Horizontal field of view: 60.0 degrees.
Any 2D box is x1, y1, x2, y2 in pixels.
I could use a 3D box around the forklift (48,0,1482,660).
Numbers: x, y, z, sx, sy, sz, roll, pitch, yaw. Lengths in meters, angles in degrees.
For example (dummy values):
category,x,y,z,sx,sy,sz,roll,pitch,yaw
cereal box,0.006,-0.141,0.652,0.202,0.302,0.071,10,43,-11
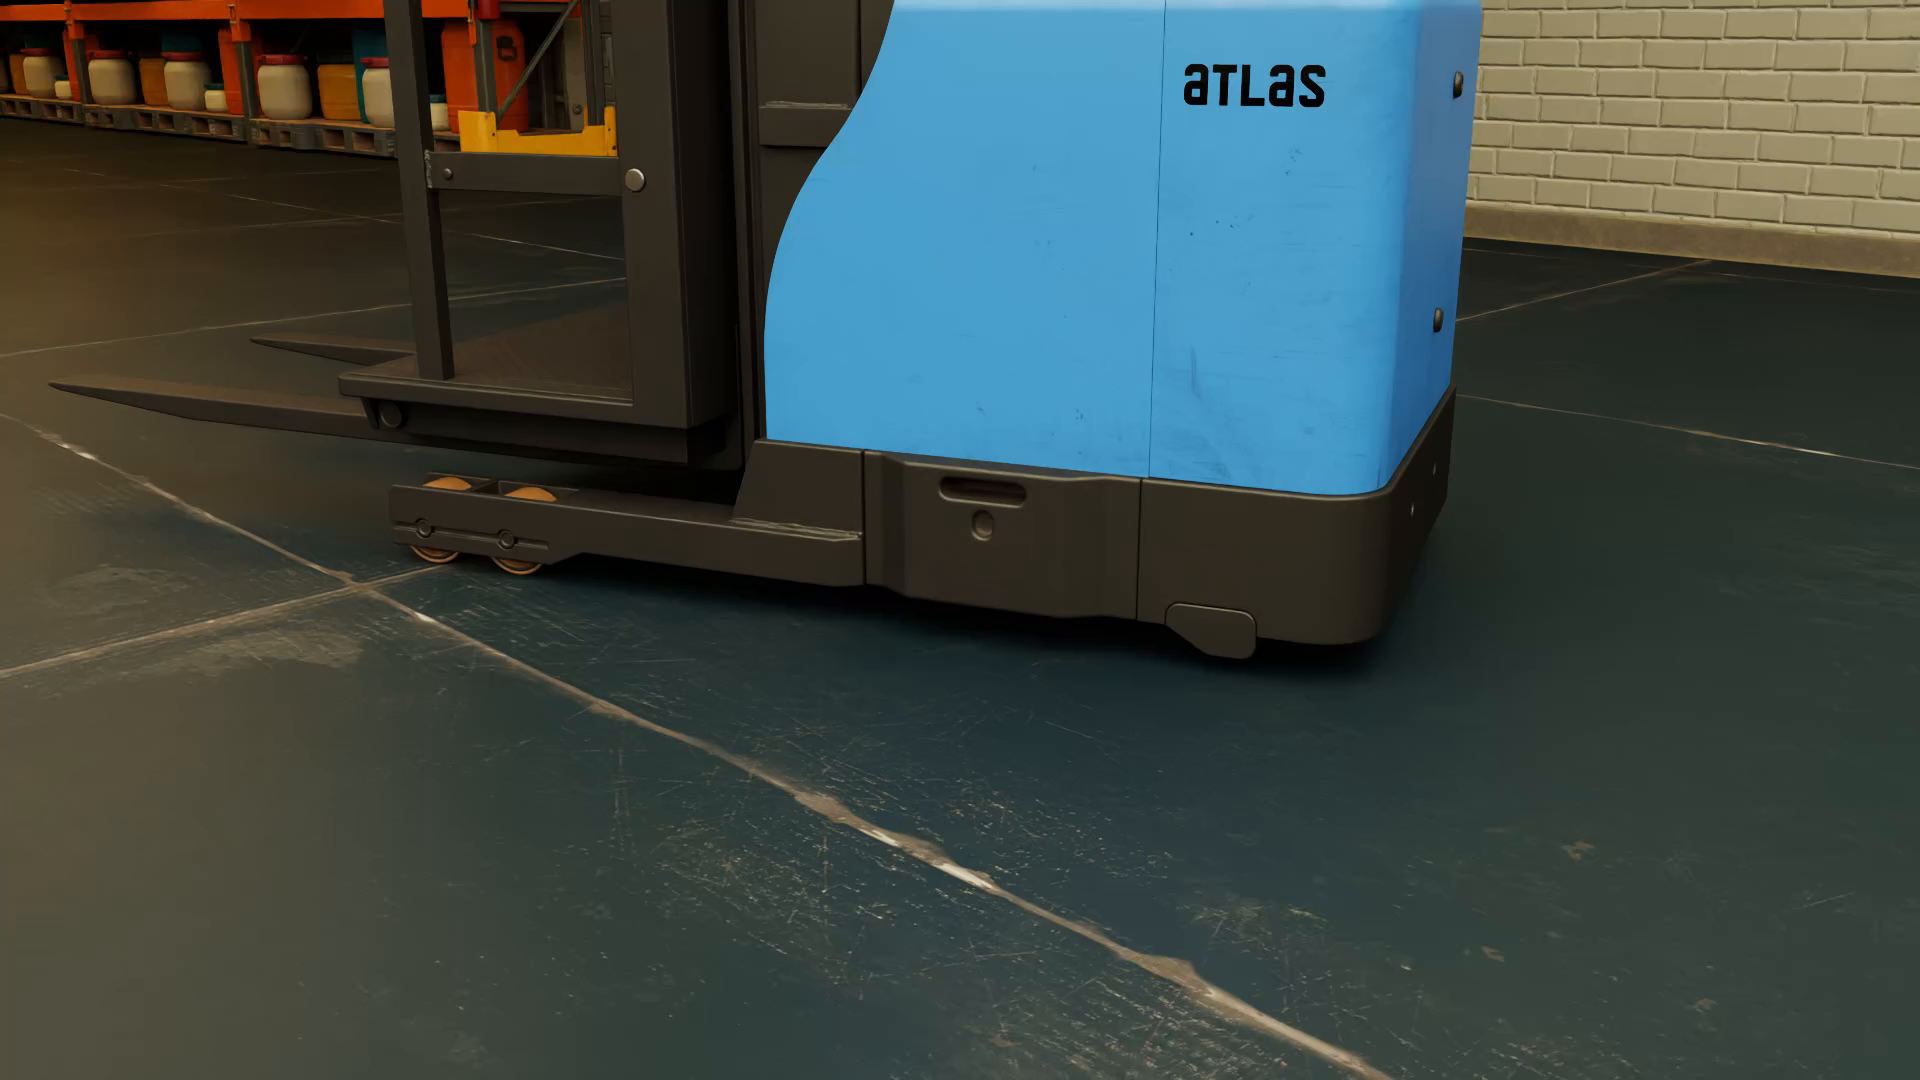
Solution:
category,x,y,z,sx,sy,sz,roll,pitch,yaw
forklift,-0.563,-1.469,3.184,3.031,2.935,1.130,7,18,21
